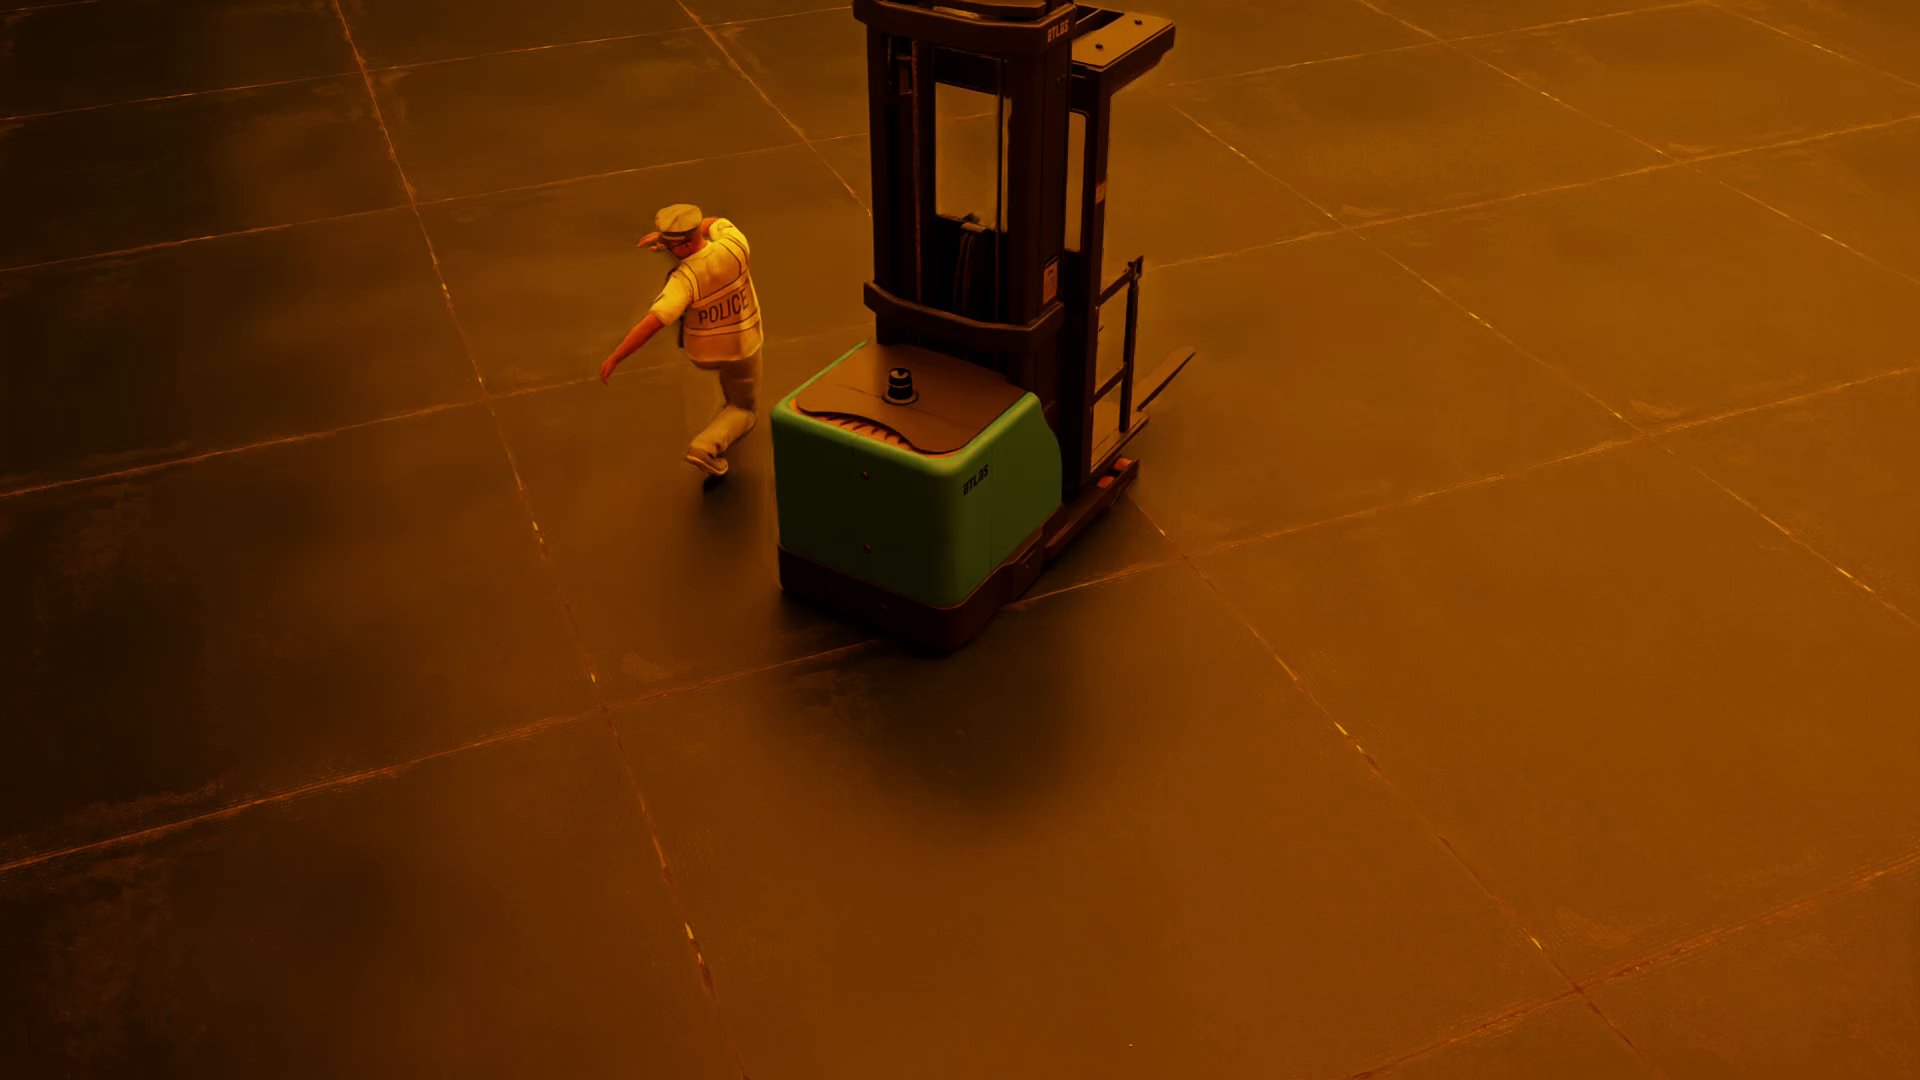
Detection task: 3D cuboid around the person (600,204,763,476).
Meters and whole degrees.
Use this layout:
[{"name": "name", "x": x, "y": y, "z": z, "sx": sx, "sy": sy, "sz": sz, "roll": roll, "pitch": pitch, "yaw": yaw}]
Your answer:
[{"name": "person", "x": -1.478, "y": -1.103, "z": 8.953, "sx": 0.824, "sy": 1.501, "sz": 0.975, "roll": -1, "pitch": 35, "yaw": -1}]

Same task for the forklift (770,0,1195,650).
[{"name": "forklift", "x": 0.311, "y": -1.505, "z": 8.215, "sx": 1.130, "sy": 2.935, "sz": 3.031, "roll": 20, "pitch": 40, "yaw": 25}]
